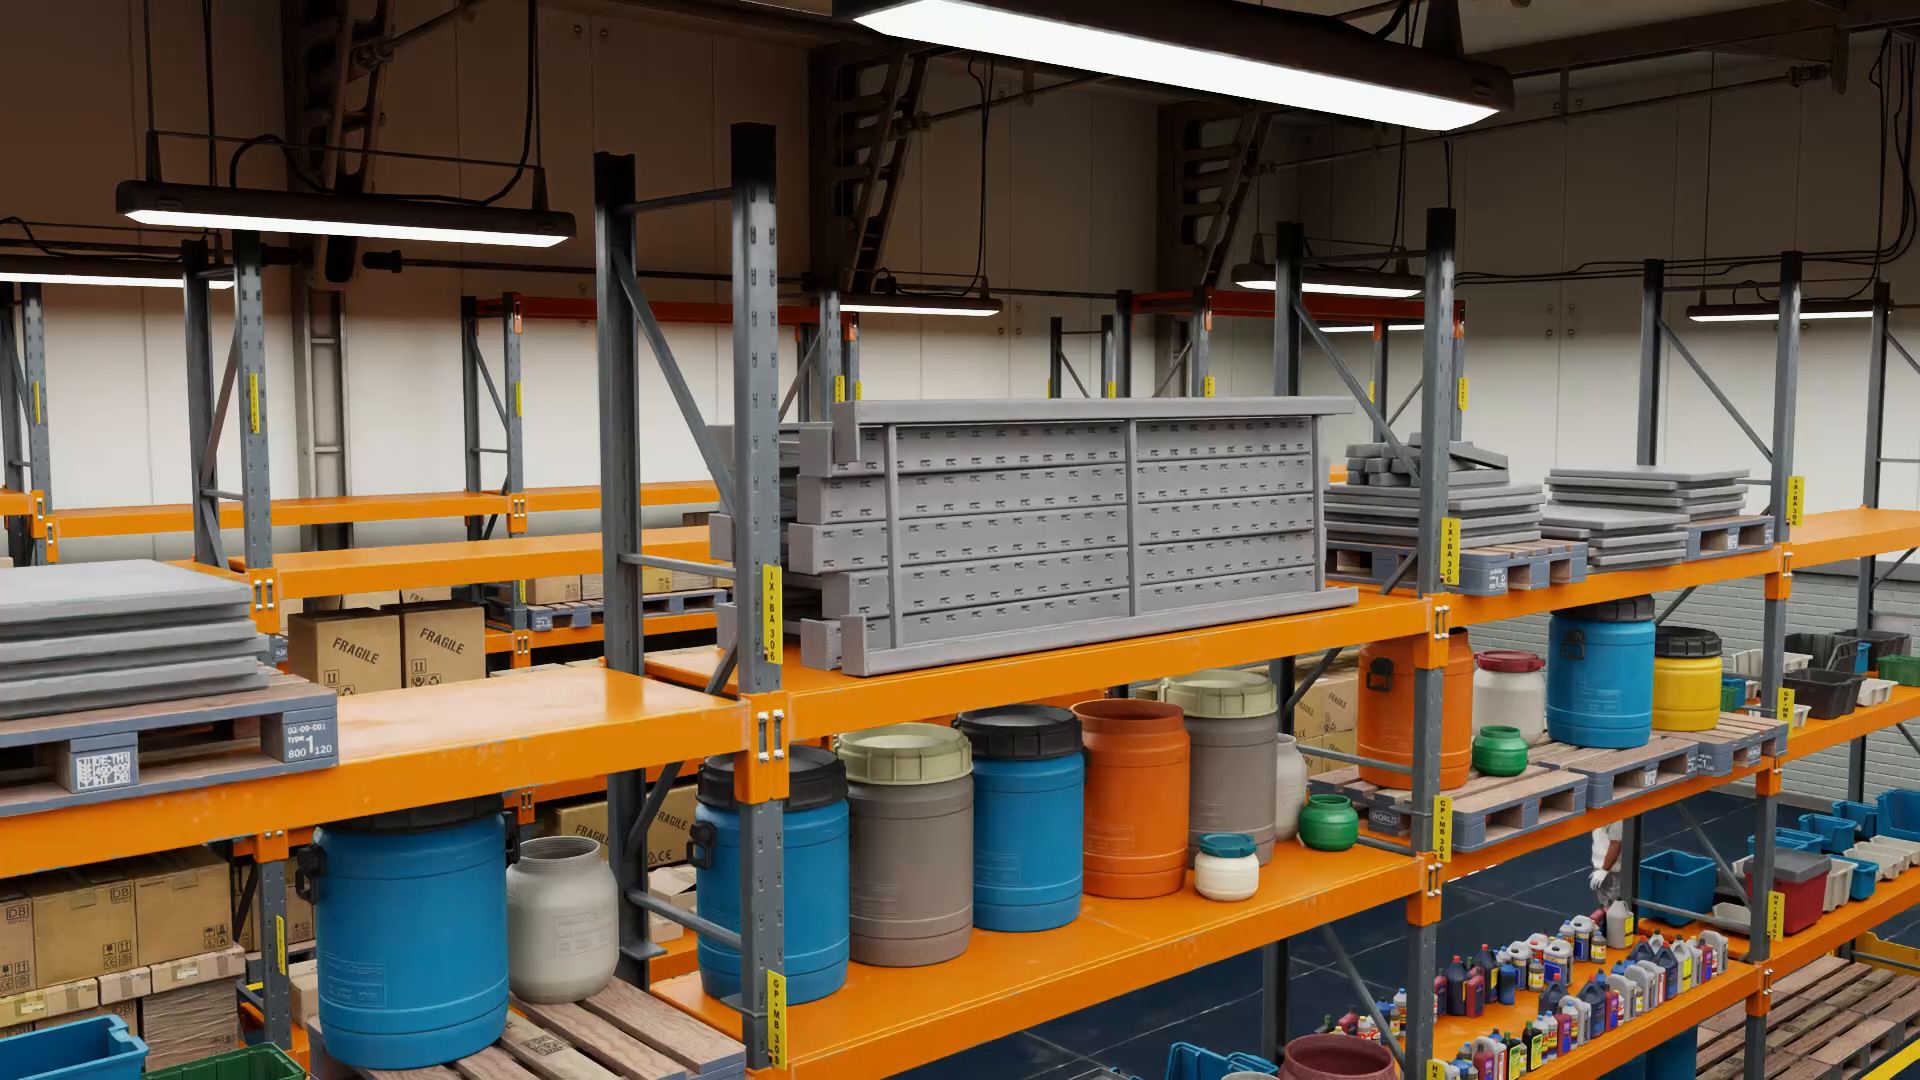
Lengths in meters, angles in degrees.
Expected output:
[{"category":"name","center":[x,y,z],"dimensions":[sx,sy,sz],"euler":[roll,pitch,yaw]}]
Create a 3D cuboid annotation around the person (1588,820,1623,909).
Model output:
[{"category":"person","center":[5.737,2.900,14.668],"dimensions":[0.421,1.797,0.601],"euler":[1,6,12]}]
